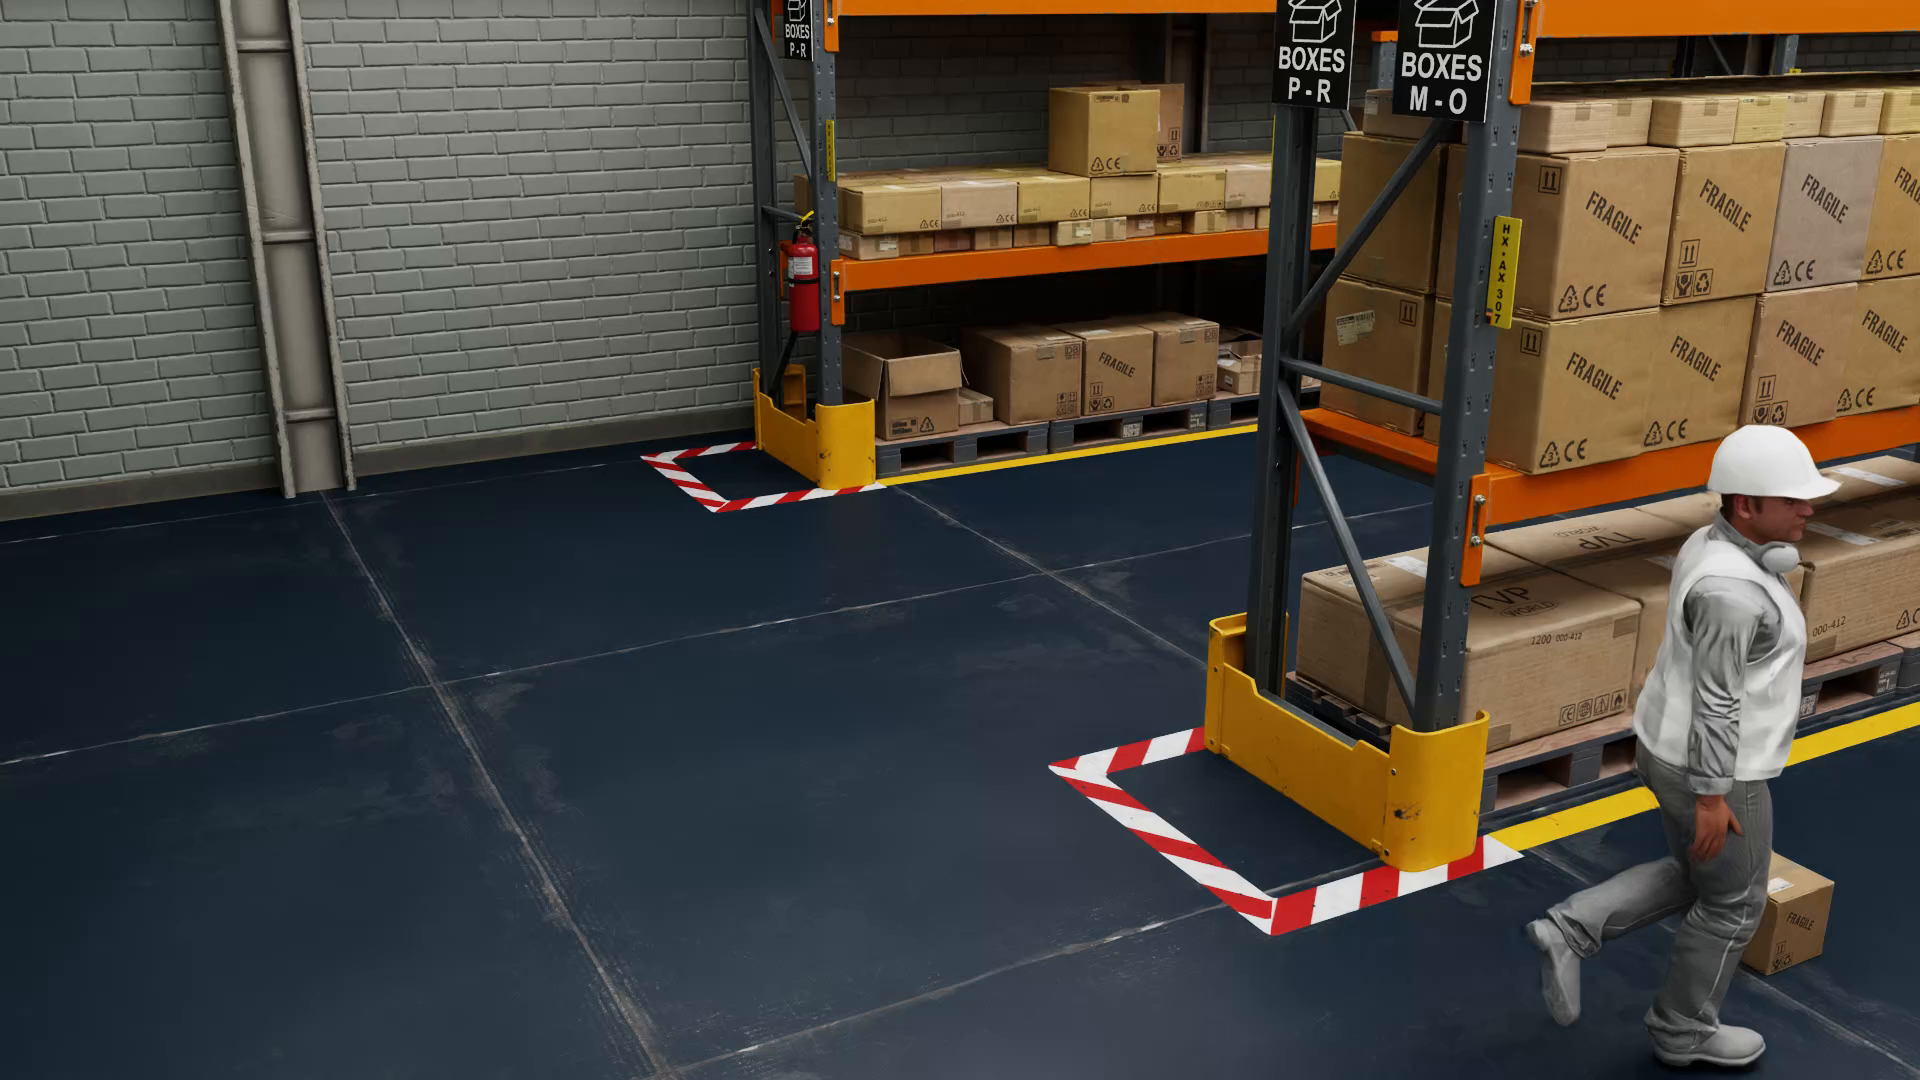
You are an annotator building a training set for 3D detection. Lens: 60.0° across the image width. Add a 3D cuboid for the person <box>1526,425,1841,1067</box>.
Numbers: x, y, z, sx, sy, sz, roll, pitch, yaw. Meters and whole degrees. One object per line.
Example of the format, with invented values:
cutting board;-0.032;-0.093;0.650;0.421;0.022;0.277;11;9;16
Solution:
person;1.878;0.548;4.334;0.641;1.754;0.561;3;19;9
